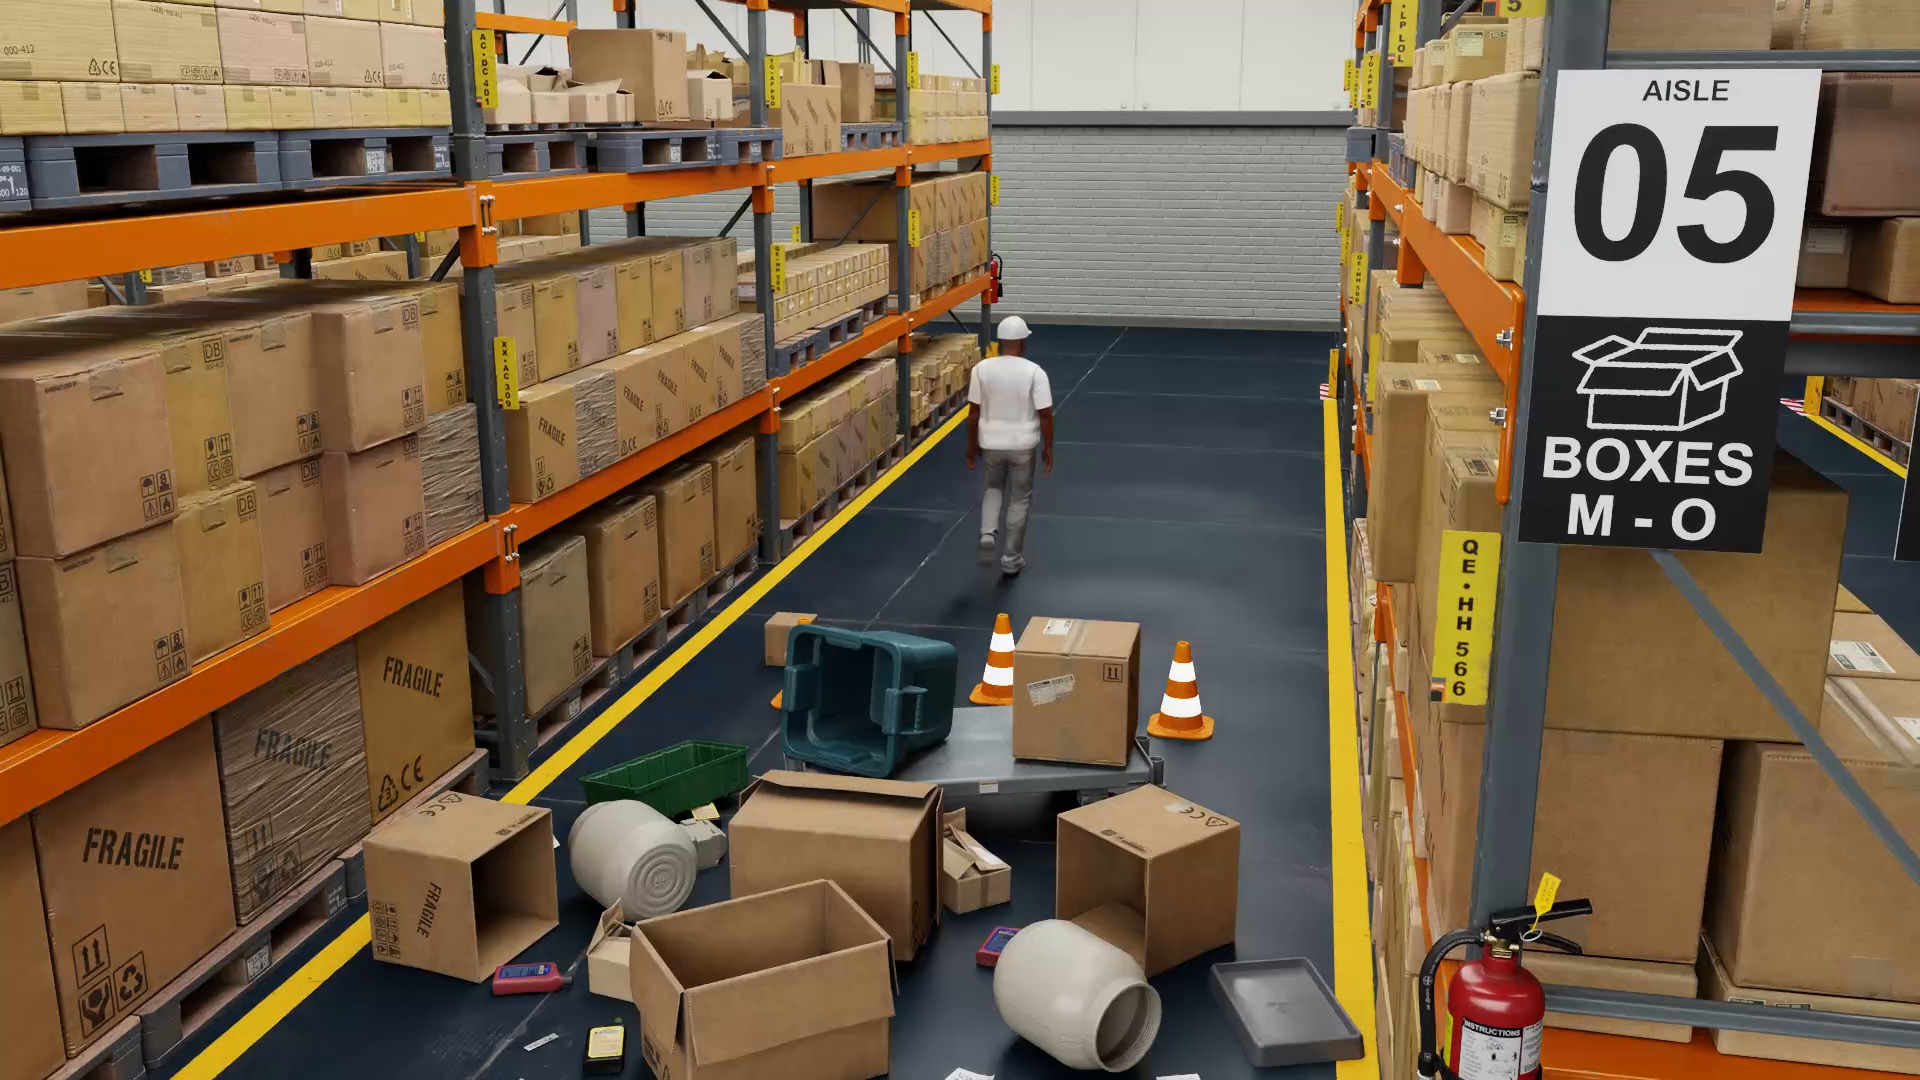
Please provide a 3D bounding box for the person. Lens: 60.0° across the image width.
[{"bbox_3d":[0.344,-0.641,11.319,0.616,1.759,0.492,5,15,18],"label":"person"}]
